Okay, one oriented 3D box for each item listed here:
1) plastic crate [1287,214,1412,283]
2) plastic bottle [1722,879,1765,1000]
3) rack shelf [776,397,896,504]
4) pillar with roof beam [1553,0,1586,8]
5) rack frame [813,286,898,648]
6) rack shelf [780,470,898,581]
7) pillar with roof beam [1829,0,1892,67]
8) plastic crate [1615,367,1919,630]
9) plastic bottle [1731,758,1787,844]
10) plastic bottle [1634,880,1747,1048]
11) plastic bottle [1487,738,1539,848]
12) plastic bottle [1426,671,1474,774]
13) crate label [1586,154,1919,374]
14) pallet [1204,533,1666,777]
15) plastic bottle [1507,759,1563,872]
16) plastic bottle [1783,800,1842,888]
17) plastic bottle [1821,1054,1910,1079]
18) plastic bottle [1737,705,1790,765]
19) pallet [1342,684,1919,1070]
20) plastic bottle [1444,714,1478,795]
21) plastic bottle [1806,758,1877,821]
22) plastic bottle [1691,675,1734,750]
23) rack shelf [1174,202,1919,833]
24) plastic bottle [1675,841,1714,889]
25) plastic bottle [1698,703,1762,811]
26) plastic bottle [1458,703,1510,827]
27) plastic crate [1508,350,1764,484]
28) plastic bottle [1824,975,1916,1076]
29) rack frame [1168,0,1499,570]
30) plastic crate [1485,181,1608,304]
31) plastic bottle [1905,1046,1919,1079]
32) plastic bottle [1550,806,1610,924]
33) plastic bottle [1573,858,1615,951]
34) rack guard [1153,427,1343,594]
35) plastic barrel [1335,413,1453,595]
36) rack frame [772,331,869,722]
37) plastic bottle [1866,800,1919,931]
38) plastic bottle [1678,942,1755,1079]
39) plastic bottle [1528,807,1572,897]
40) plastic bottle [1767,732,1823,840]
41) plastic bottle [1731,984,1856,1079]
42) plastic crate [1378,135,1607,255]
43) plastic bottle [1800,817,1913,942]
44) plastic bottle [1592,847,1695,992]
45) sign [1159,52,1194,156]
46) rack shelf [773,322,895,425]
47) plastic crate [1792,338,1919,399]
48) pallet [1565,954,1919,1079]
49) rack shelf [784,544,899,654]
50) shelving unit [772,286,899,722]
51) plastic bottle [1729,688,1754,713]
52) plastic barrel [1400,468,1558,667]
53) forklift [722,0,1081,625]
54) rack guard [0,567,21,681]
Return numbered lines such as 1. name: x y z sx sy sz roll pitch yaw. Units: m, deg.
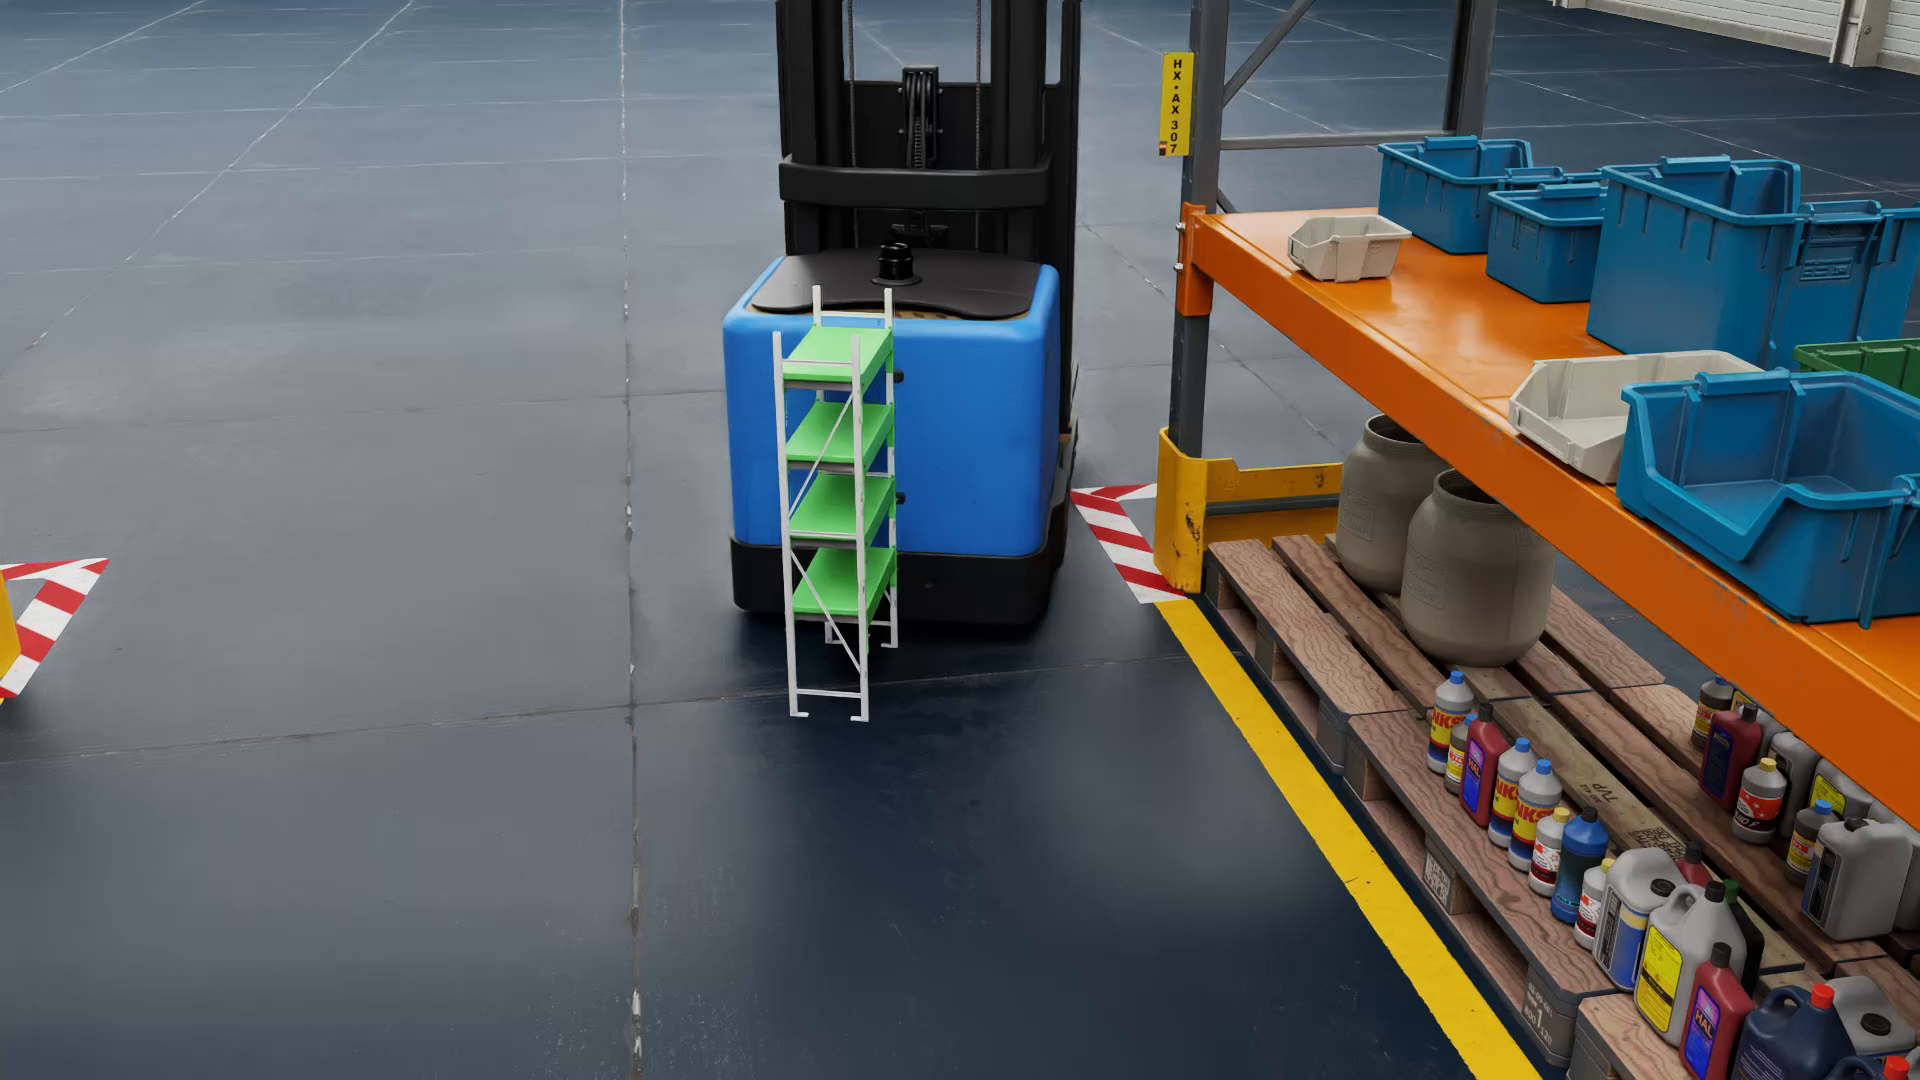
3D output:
1. plastic crate: 1.090 -0.824 4.718 0.298 0.136 0.250 -4 24 -10
2. plastic bottle: 1.579 0.844 3.414 0.061 0.283 0.133 -4 24 -10
3. rack shelf: -0.358 -0.271 4.932 0.258 0.148 0.480 3 24 8
4. pillar with roof beam: 4.397 -11.353 21.001 9.100 9.000 0.400 -4 24 -10
5. rack frame: -0.323 -0.206 5.224 0.240 1.200 0.015 3 24 8
6. rack shelf: -0.358 -0.051 5.028 0.258 0.148 0.480 3 24 8
7. pillar with roof beam: 5.506 -8.993 15.597 9.100 9.000 0.400 -4 24 -10
8. plastic crate: 1.509 -0.094 2.903 0.499 0.251 0.616 -4 24 -10
9. plastic bottle: 1.937 0.623 4.023 0.097 0.201 0.097 0 24 0
10. plastic bottle: 1.483 0.831 3.360 0.144 0.351 0.185 -4 24 -10
11. plastic bottle: 1.333 0.599 3.989 0.097 0.271 0.097 0 24 0
12. plastic bottle: 1.269 0.465 4.298 0.097 0.271 0.097 0 24 0
13. crate label: 1.847 -0.633 3.906 0.502 0.435 0.616 -4 24 -10
14. pallet: 1.446 0.304 5.290 1.003 0.211 1.213 -4 24 -10
15. plastic bottle: 1.351 0.639 3.899 0.097 0.271 0.097 0 24 0
16. plastic bottle: 1.980 0.697 3.853 0.097 0.201 0.097 0 24 0
17. plastic bottle: 1.578 1.033 2.896 0.144 0.351 0.185 -5 24 -11
18. plastic bottle: 2.031 0.517 4.171 0.152 0.276 0.135 -4 24 -9
19. pallet: 1.668 0.783 4.194 1.003 0.211 1.213 -4 24 -10
20. plastic bottle: 1.289 0.537 4.218 0.097 0.201 0.097 0 24 0
21. plastic bottle: 2.091 0.603 3.883 0.144 0.351 0.185 -3 24 -8
22. plastic bottle: 2.011 0.450 4.418 0.097 0.201 0.097 0 24 0
23. rack shelf: 1.610 -0.204 3.868 1.077 0.370 4.000 -4 24 -10
24. plastic bottle: 1.561 0.789 3.539 0.061 0.283 0.133 -4 24 -10
25. plastic bottle: 1.926 0.522 4.151 0.061 0.283 0.133 -4 24 -10
26. plastic bottle: 1.293 0.550 4.088 0.061 0.283 0.133 -4 24 -9
27. plastic crate: 1.431 -0.246 3.395 0.530 0.136 0.437 -4 24 -10
28. plastic bottle: 1.683 0.971 3.132 0.152 0.276 0.135 -4 24 -10
29. rack frame: 1.240 -1.320 5.525 1.000 3.000 0.127 -4 24 -10
30. plastic crate: 1.742 -0.822 4.569 0.499 0.251 0.408 -4 24 -10
31. plastic bottle: 1.719 1.023 2.921 0.144 0.351 0.185 -4 24 -10
32. plastic bottle: 1.389 0.718 3.716 0.097 0.271 0.097 0 24 0
33. plastic bottle: 1.408 0.791 3.638 0.097 0.201 0.097 0 24 0
34. rack guard: 1.301 -0.148 5.965 1.175 0.500 0.348 -4 24 -10
35. plastic barrel: 1.437 -0.119 5.359 0.421 0.512 0.421 0 24 0
36. rack frame: -0.394 -0.013 4.781 0.240 1.200 0.015 3 24 8
37. plastic bottle: 2.125 0.676 3.715 0.144 0.351 0.185 -4 24 -10
38. plastic bottle: 1.471 0.928 3.222 0.061 0.283 0.133 -3 24 -6
39. plastic bottle: 1.370 0.710 3.824 0.097 0.201 0.097 0 24 0
40. plastic bottle: 2.056 0.572 4.046 0.152 0.276 0.135 -5 24 -11
41. plastic bottle: 1.542 0.958 3.069 0.144 0.351 0.185 -6 24 -12
42. plastic crate: 1.627 -1.077 5.155 0.499 0.251 0.616 -4 24 -10
43. plastic bottle: 1.984 0.731 3.682 0.152 0.276 0.135 -4 24 -10
44. plastic bottle: 1.456 0.801 3.522 0.152 0.276 0.135 -4 24 -9
45. sign: 0.699 -1.408 5.381 0.100 0.325 0.005 -4 24 -10
46. rack shelf: -0.358 -0.491 4.836 0.258 0.148 0.480 3 24 8
47. plastic crate: 2.006 -0.205 3.236 0.450 0.188 0.662 -4 24 -10
48. pallet: 1.897 1.264 3.093 1.003 0.211 1.213 -4 24 -10
49. rack shelf: -0.358 0.169 5.124 0.258 0.148 0.480 3 24 8
50. shelving unit: -0.358 -0.110 5.002 0.258 1.200 0.503 3 24 8
51. plastic bottle: 2.050 0.457 4.299 0.061 0.283 0.133 -4 24 -8
52. plastic barrel: 1.530 0.078 4.908 0.421 0.512 0.421 0 24 0
53. forklift: -0.086 -1.621 6.299 1.130 2.935 3.031 3 24 6
54. rack guard: -3.613 0.222 5.118 1.175 0.500 0.348 -4 24 -10
